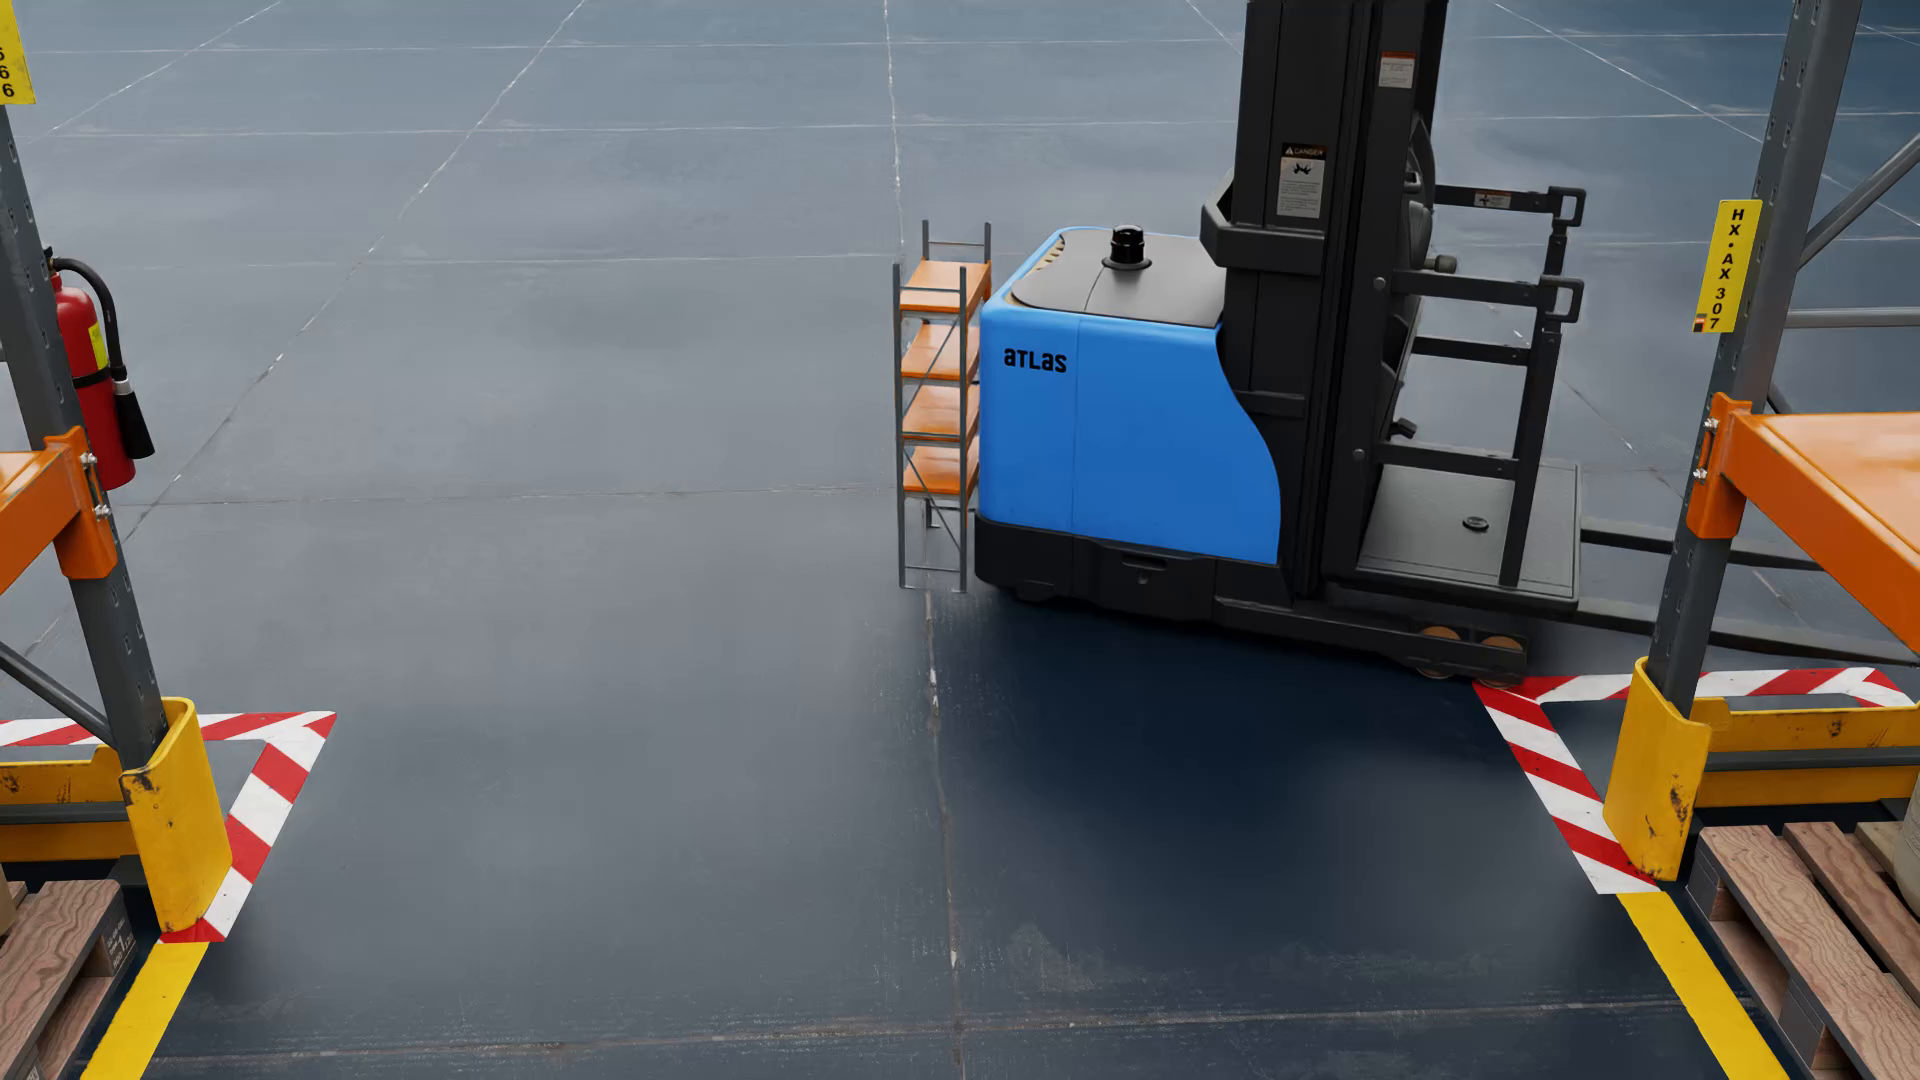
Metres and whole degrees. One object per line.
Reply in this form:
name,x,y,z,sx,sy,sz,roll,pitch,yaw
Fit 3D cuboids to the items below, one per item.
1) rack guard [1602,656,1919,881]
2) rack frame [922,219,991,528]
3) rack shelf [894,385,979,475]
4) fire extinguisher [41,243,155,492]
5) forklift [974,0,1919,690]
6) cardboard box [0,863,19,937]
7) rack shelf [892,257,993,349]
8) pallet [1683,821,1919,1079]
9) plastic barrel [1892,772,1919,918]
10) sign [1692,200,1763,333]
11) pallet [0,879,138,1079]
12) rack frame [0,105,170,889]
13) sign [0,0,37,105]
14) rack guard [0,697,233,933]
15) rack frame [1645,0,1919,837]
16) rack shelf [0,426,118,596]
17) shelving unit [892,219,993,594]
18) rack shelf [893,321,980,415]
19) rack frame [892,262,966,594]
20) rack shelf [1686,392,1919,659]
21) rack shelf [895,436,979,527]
rack guard,2.421,0.607,4.547,1.175,0.500,0.348,-1,28,-3
rack frame,-0.011,-0.575,6.055,0.240,1.200,0.015,5,28,9
rack shelf,-0.054,-0.405,5.874,0.258,0.148,0.480,5,28,9
fire extinguisher,-2.122,-0.446,3.945,0.296,0.674,0.183,-1,28,-3
forklift,1.624,-1.097,5.185,3.031,2.935,1.130,9,29,17
cardboard box,-2.560,0.795,3.732,0.500,0.500,0.500,4,28,7
rack shelf,-0.055,-0.813,5.661,0.258,0.148,0.480,5,28,9
pallet,2.458,1.110,3.894,1.003,0.211,1.213,-1,28,-3
plastic barrel,2.481,0.683,3.933,0.421,0.512,0.421,0,28,0
sign,1.821,-0.647,3.948,0.100,0.325,0.005,-1,28,-3
pallet,-2.565,1.231,3.661,1.003,0.211,1.213,-1,28,-3
rack frame,-2.576,-0.416,3.804,1.000,3.000,0.127,-1,28,-3
sign,-2.021,-1.074,3.471,0.100,0.325,0.005,-1,28,-3
rack guard,-2.572,0.727,4.315,1.175,0.500,0.348,-1,28,-3
rack frame,2.370,-0.536,4.034,1.000,3.000,0.127,-1,28,-3
rack shelf,-2.472,0.826,2.200,1.077,0.370,4.000,-1,28,-3
shelving unit,-0.054,-0.464,5.842,0.258,1.200,0.503,5,28,9
rack shelf,-0.055,-0.603,5.770,0.258,0.148,0.480,5,28,9
rack frame,-0.098,-0.353,5.630,0.240,1.200,0.015,5,28,9
rack shelf,2.475,0.707,2.429,1.077,0.370,4.000,-1,28,-3
rack shelf,-0.054,-0.229,5.965,0.258,0.148,0.480,5,28,9
